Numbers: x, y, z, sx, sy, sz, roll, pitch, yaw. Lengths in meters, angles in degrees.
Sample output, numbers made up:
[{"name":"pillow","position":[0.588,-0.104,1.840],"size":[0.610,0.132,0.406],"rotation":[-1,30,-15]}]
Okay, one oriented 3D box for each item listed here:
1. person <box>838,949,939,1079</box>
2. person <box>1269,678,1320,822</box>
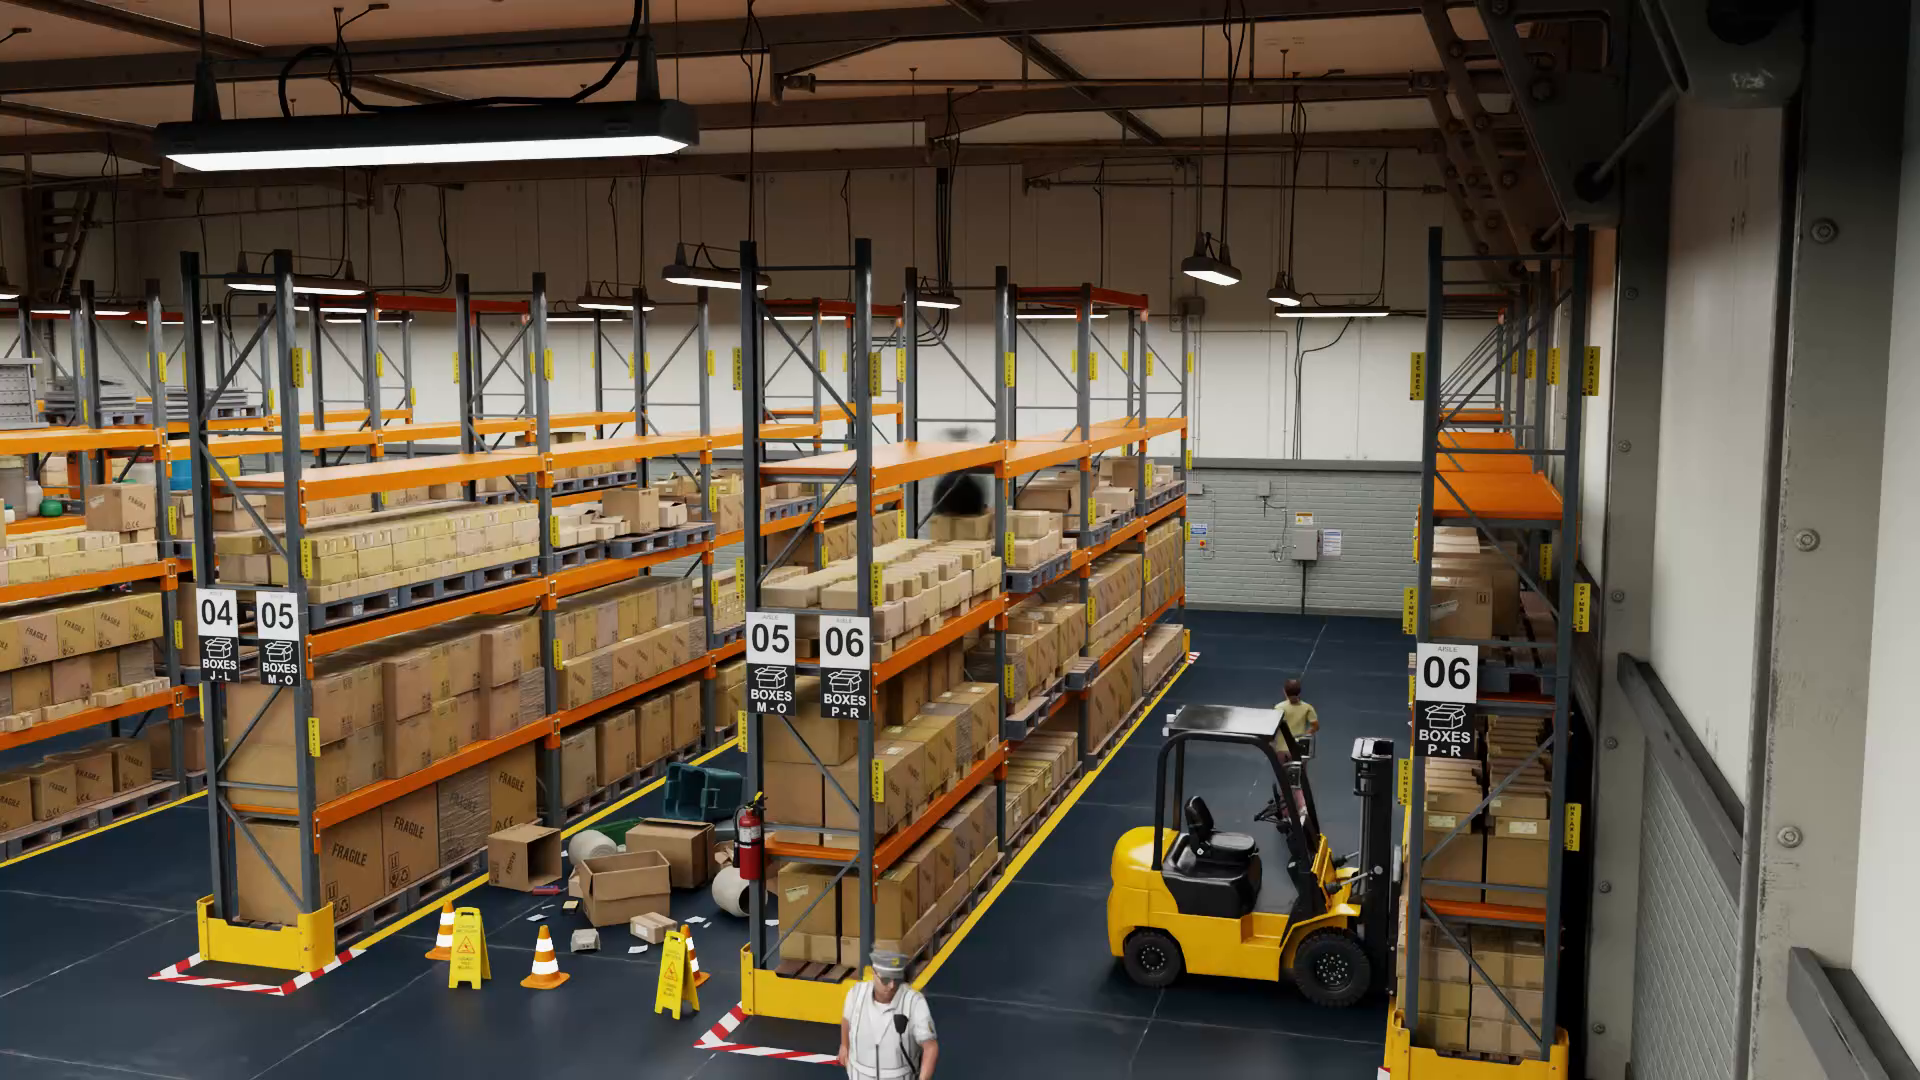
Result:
[{"name":"person","position":[-0.449,3.219,9.831],"size":[0.669,1.699,0.812],"rotation":[1,6,5]},{"name":"person","position":[3.656,2.344,18.145],"size":[0.578,1.618,0.769],"rotation":[0,6,-2]}]
